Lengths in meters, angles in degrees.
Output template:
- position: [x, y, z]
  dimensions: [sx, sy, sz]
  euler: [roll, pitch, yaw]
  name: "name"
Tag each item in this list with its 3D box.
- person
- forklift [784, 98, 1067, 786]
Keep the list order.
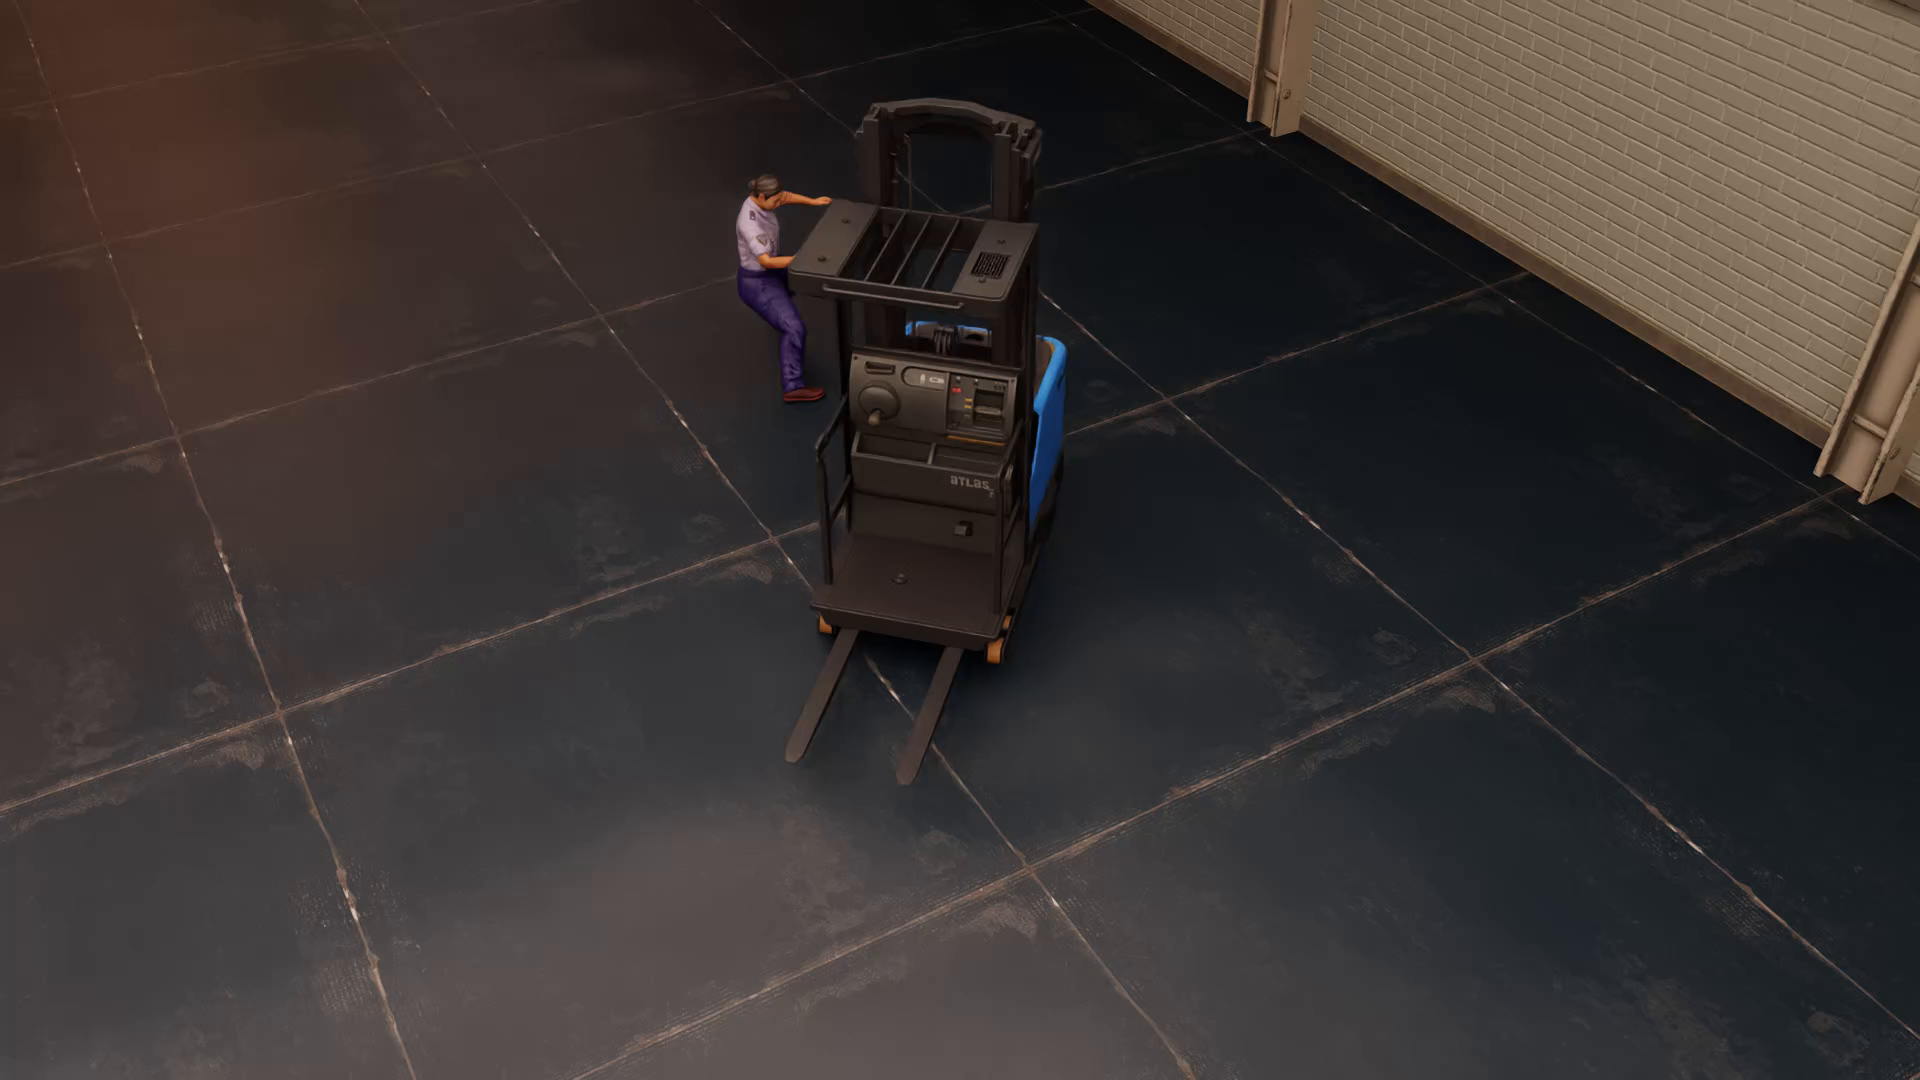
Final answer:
- position: [-1.202, -1.882, 11.478]
  dimensions: [0.635, 1.432, 1.228]
  euler: [3, 40, 4]
  name: "person"
- position: [-0.202, -0.695, 8.875]
  dimensions: [1.130, 2.935, 3.031]
  euler: [9, 41, 11]
  name: "forklift"
